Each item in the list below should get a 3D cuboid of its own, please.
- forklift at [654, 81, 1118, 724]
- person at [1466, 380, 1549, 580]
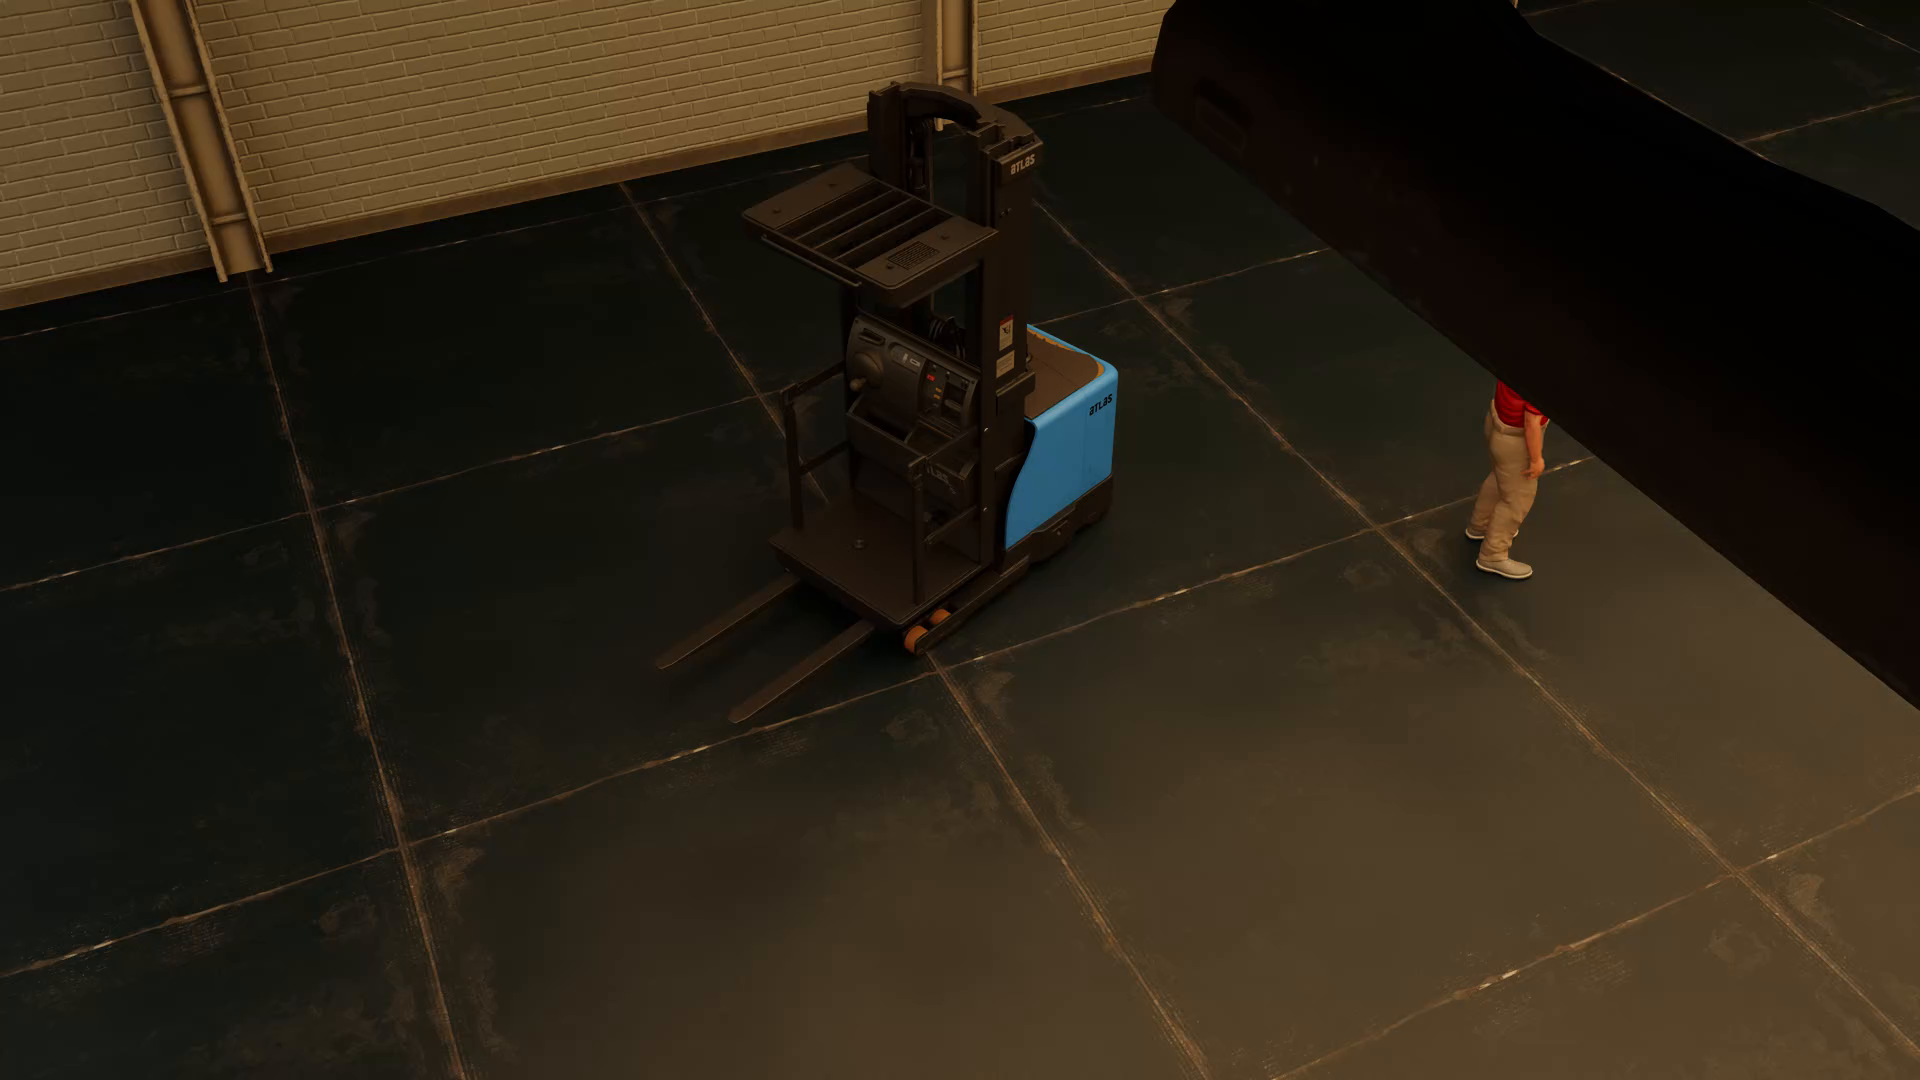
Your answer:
[{"bbox_3d":[-0.413,-0.839,9.021,1.130,2.935,3.031,31,49,31],"label":"forklift"},{"bbox_3d":[3.271,-0.611,9.687,0.383,1.726,0.591,2,40,2],"label":"person"}]
